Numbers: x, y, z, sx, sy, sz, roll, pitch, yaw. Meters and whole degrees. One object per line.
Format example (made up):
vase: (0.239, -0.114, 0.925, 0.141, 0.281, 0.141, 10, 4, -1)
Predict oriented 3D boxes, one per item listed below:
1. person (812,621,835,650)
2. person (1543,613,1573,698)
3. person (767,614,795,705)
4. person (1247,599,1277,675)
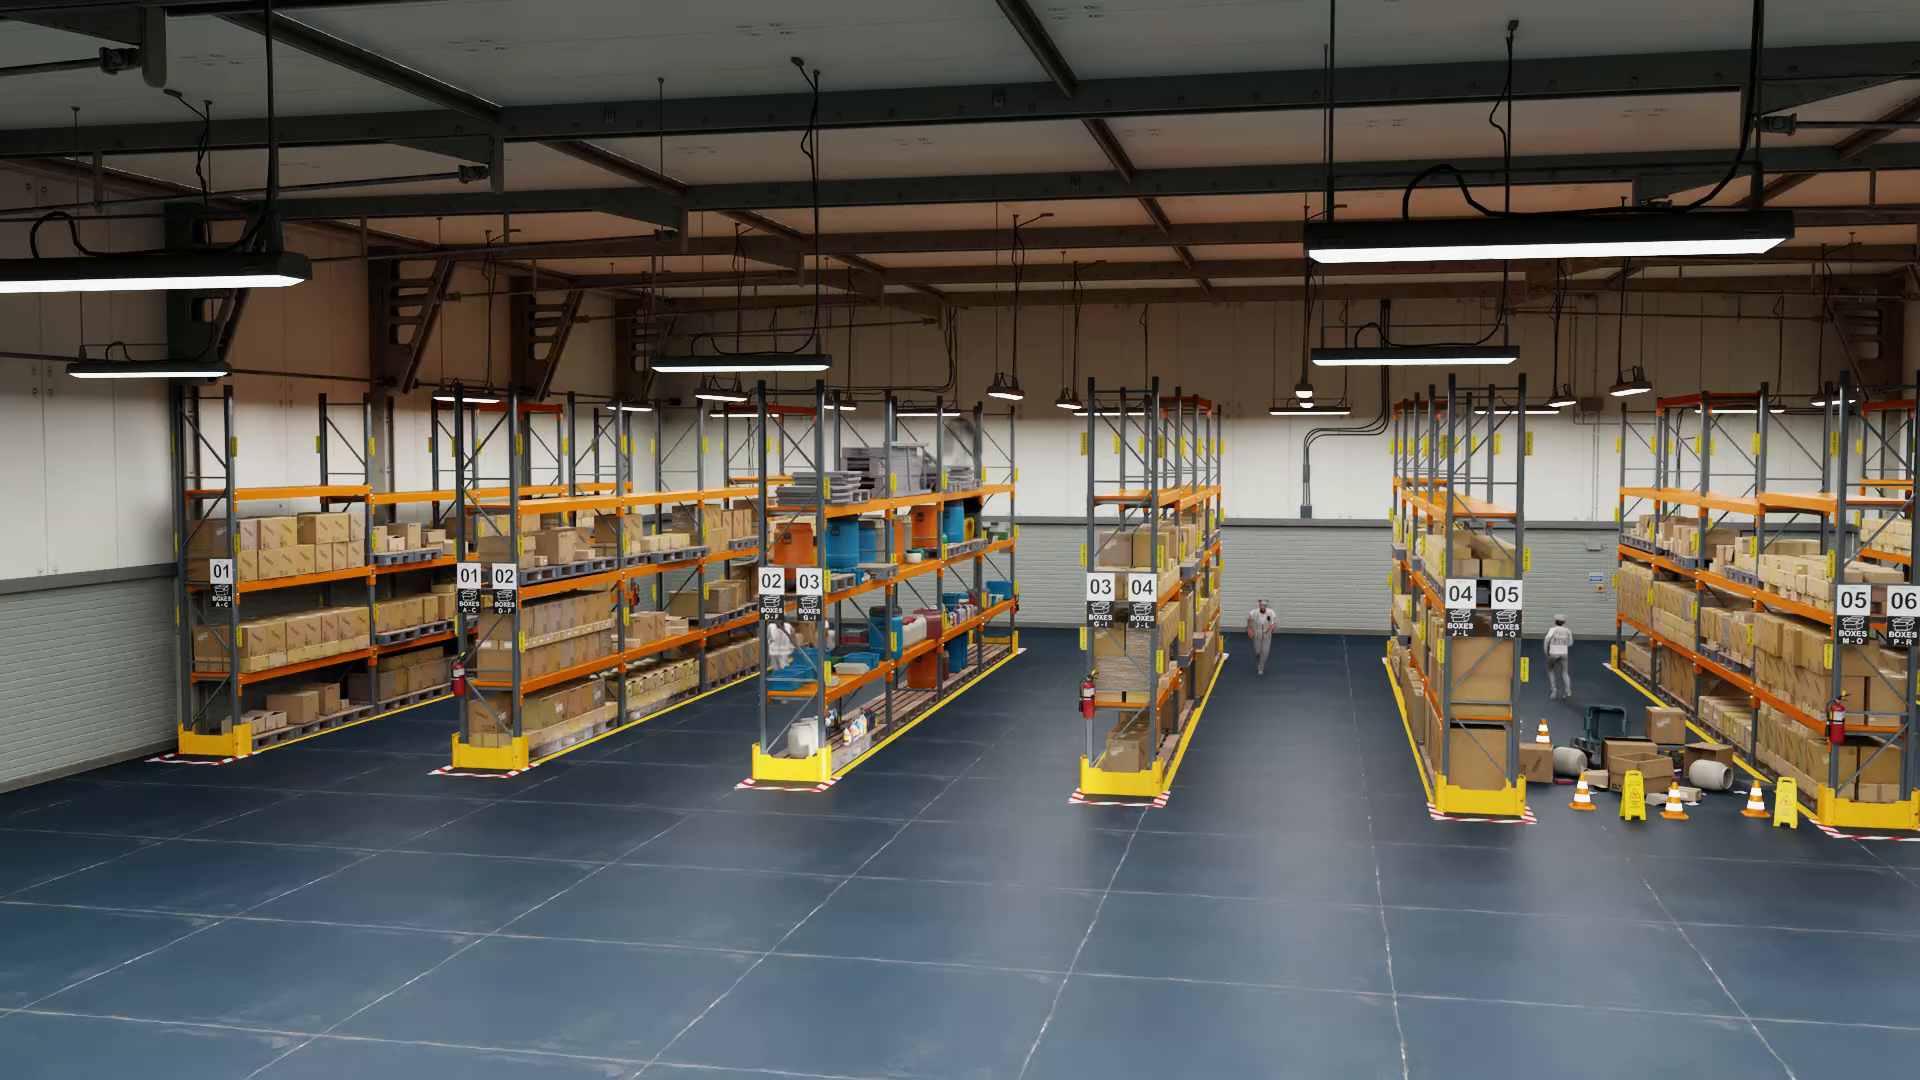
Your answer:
person: (-2.560, 2.366, 32.831, 0.695, 1.603, 0.830, 1, 3, 16)
person: (11.842, 2.318, 32.914, 0.608, 1.725, 0.856, 0, 3, 6)
person: (-3.567, 2.292, 32.649, 0.646, 1.847, 0.796, 0, 3, -4)
person: (6.663, 2.122, 36.686, 0.655, 1.704, 0.761, 0, 3, 4)
